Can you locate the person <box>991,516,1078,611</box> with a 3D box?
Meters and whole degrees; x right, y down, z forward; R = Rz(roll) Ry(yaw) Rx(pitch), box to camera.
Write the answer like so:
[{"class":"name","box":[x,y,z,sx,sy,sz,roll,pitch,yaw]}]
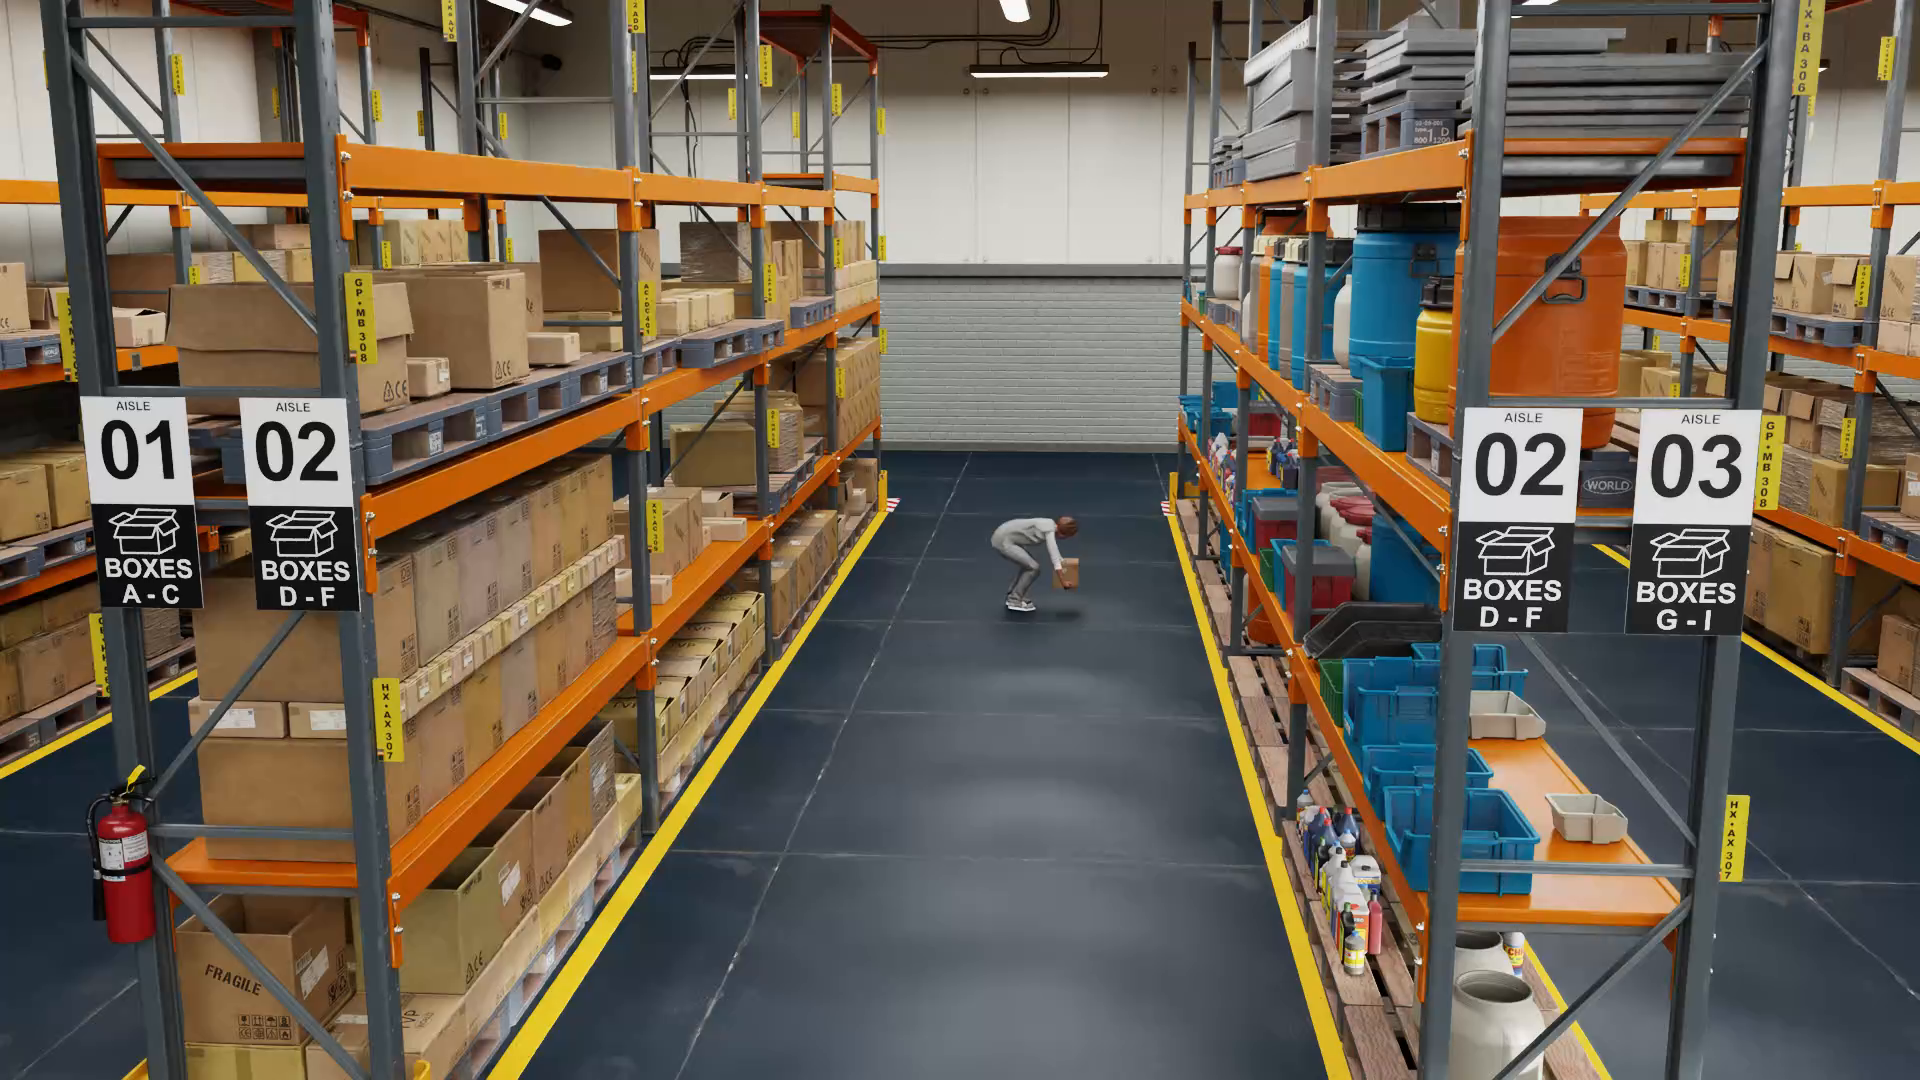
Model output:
[{"class":"person","box":[0.736,0.226,16.539,0.863,0.933,0.421,0,11,1]}]
